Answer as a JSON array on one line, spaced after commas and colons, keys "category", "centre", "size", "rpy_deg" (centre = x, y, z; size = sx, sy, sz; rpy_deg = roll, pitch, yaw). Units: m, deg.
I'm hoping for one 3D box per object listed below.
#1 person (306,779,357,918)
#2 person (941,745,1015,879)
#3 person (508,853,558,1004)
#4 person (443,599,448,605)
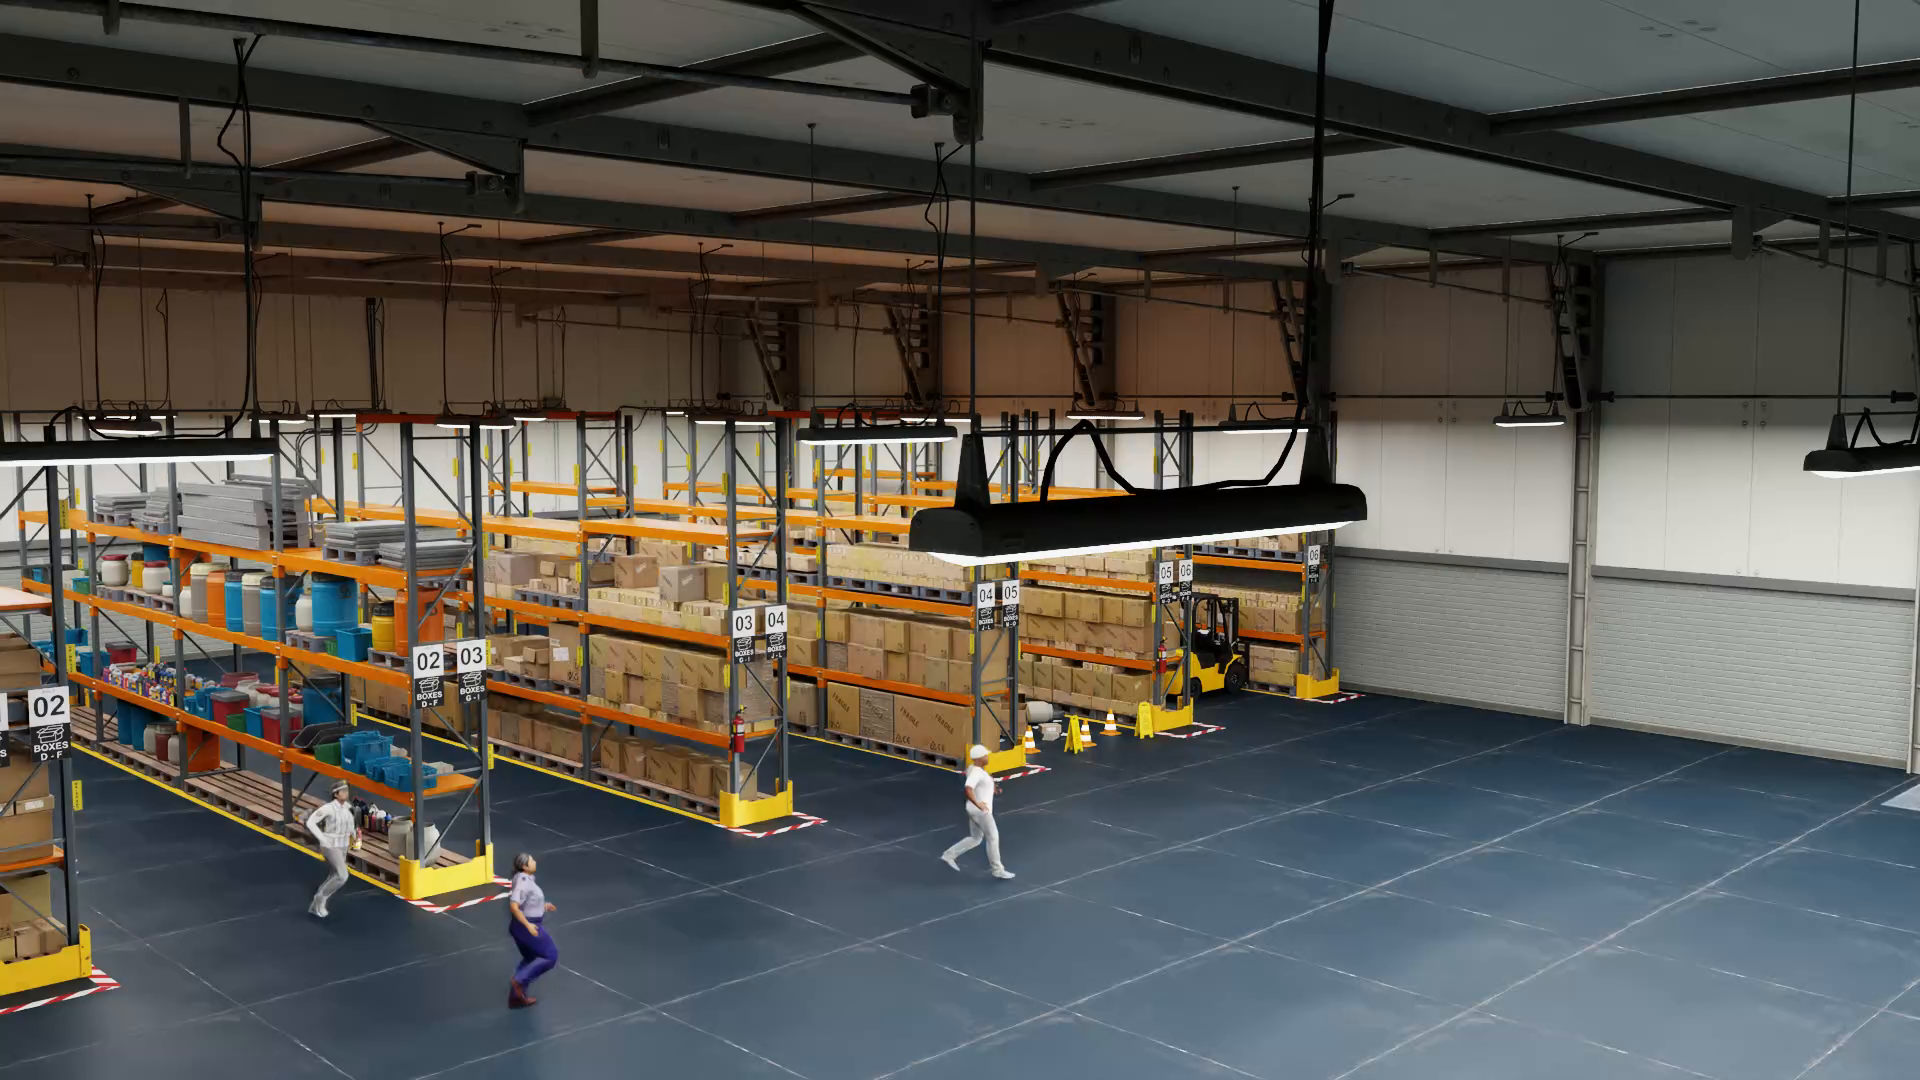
[{"category": "person", "centre": [-7.606, 3.740, 20.287], "size": [0.568, 1.643, 0.596], "rpy_deg": [1, 5, 15]}, {"category": "person", "centre": [0.237, 3.559, 21.734], "size": [0.972, 1.774, 0.699], "rpy_deg": [-1, 5, -13]}, {"category": "person", "centre": [-4.445, 4.029, 17.272], "size": [0.536, 1.601, 0.603], "rpy_deg": [-2, 6, -26]}, {"category": "person", "centre": [-11.969, 2.188, 38.362], "size": [0.641, 1.659, 0.872], "rpy_deg": [-1, 5, -7]}]
